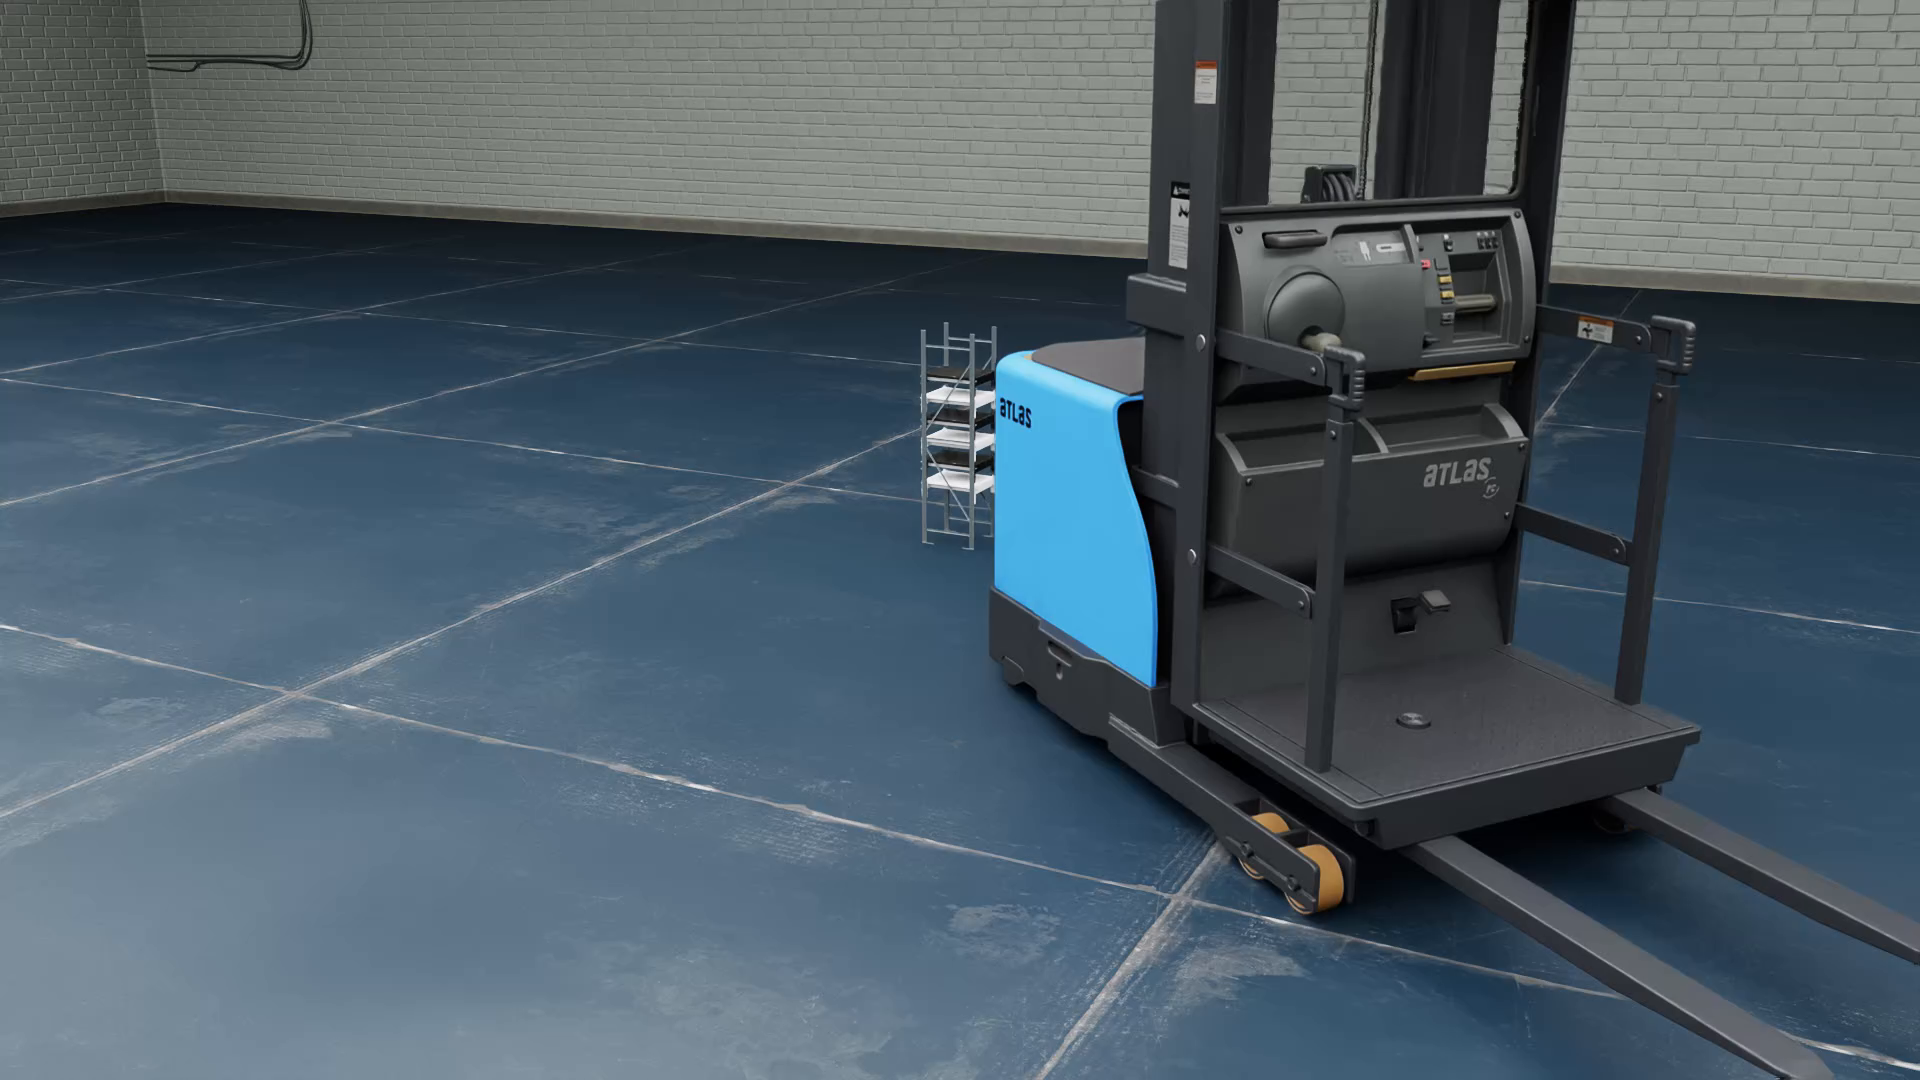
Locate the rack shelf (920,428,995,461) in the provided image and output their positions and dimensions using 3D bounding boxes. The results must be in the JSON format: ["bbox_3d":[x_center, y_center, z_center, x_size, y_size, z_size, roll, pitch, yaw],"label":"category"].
[{"bbox_3d":[-0.004,-0.397,6.899,0.258,0.077,0.200,8,18,25],"label":"rack shelf"}]

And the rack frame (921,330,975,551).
[{"bbox_3d":[-0.049,-0.403,6.802,0.240,0.900,0.006,8,18,25],"label":"rack frame"}]

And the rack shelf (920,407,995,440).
[{"bbox_3d":[-0.004,-0.484,6.873,0.258,0.077,0.200,8,18,25],"label":"rack shelf"}]

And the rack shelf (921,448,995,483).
[{"bbox_3d":[-0.004,-0.311,6.924,0.258,0.077,0.200,8,18,25],"label":"rack shelf"}]

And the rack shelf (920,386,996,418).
[{"bbox_3d":[-0.004,-0.570,6.848,0.258,0.077,0.200,8,18,25],"label":"rack shelf"}]

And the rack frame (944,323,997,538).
[{"bbox_3d":[0.042,-0.455,6.976,0.240,0.900,0.006,8,18,25],"label":"rack frame"}]

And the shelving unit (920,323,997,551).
[{"bbox_3d":[-0.004,-0.429,6.889,0.258,0.900,0.210,8,18,25],"label":"shelving unit"}]

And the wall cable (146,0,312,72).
[{"bbox_3d":[-9.333,-7.154,20.759,3.097,2.526,0.112,8,18,25],"label":"wall cable"}]

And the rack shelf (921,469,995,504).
[{"bbox_3d":[-0.004,-0.225,6.950,0.258,0.077,0.200,8,18,25],"label":"rack shelf"}]

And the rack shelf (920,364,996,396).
[{"bbox_3d":[-0.004,-0.656,6.822,0.258,0.077,0.200,8,18,25],"label":"rack shelf"}]

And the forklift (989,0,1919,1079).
[{"bbox_3d":[1.179,-0.646,4.053,1.130,2.935,3.031,-8,18,-24],"label":"forklift"}]
